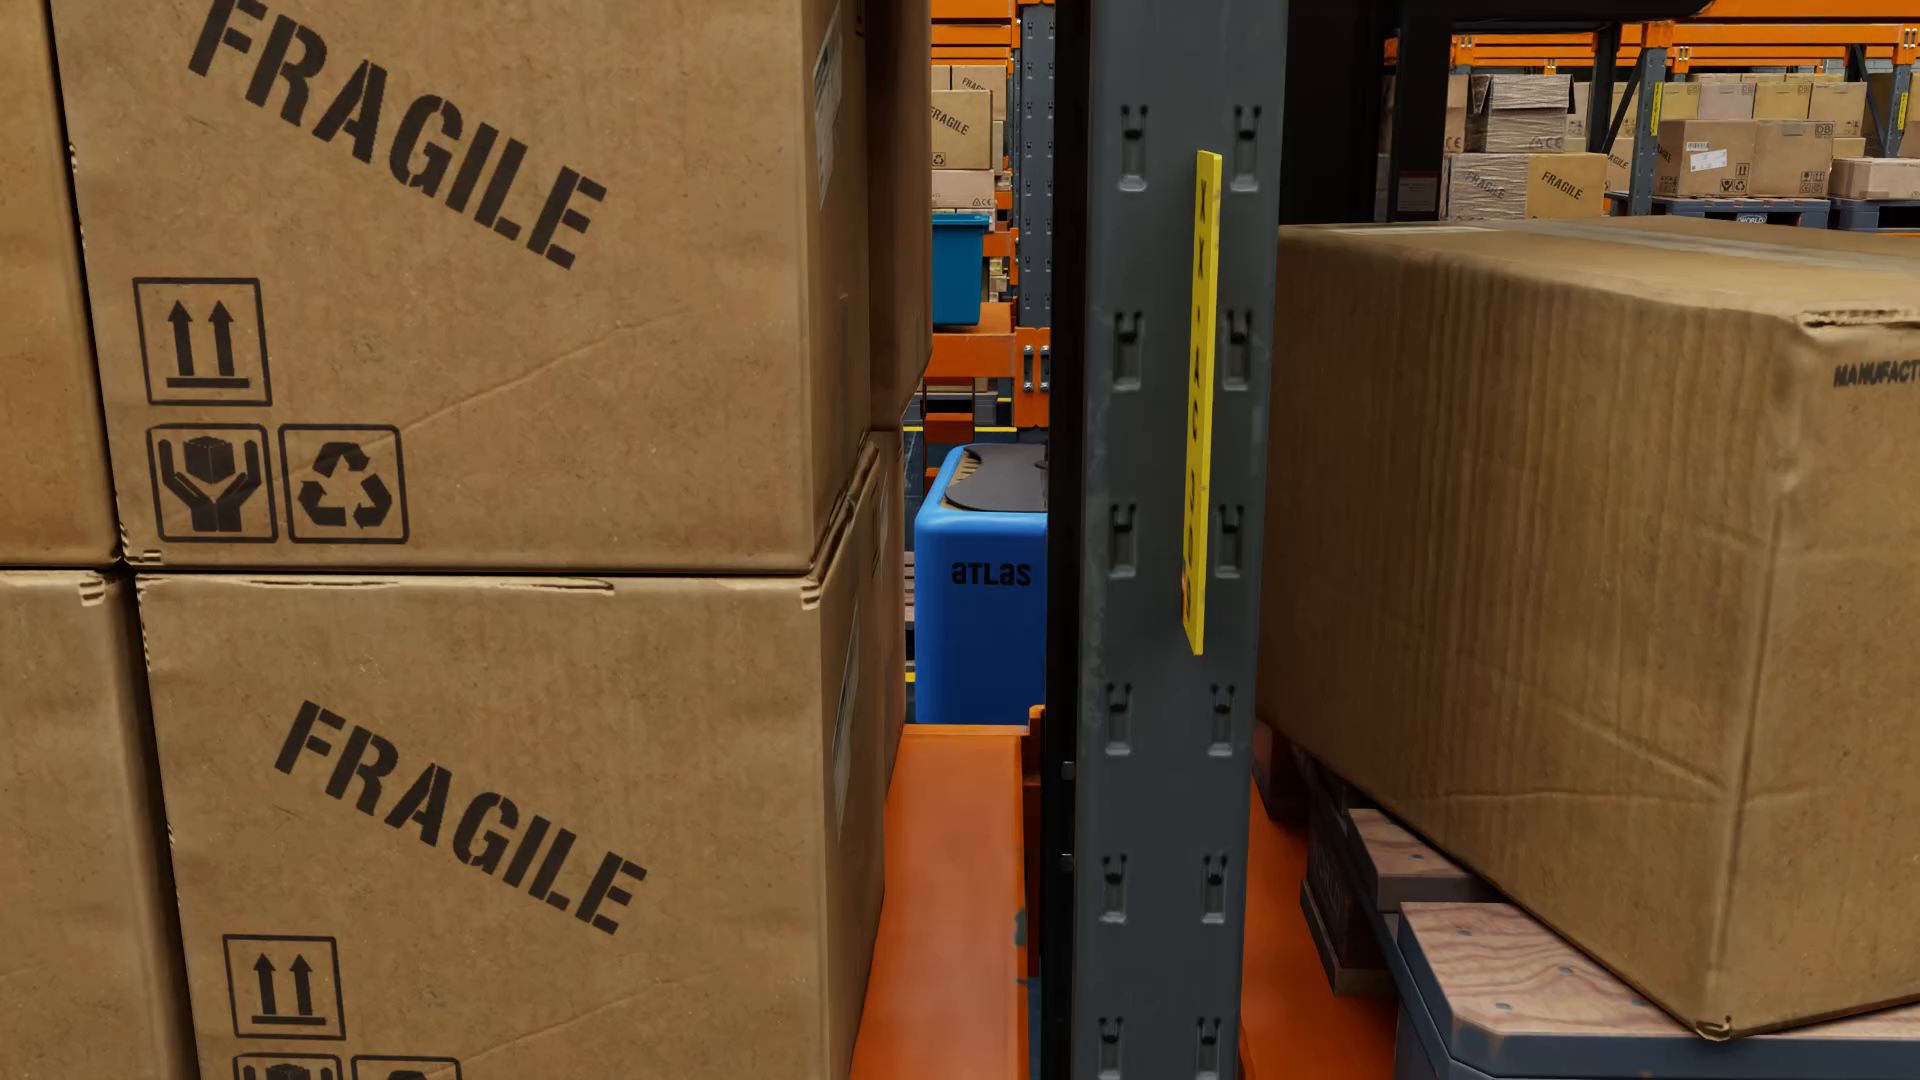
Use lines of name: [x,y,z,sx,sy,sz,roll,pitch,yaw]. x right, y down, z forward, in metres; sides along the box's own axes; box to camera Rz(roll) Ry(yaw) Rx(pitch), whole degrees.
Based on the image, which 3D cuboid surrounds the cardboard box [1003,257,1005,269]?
cardboard box: [0.311,-2.769,16.555,0.250,0.149,0.380,1,15,4]

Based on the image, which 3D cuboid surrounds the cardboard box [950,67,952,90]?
cardboard box: [-0.313,-4.342,16.178,0.500,0.500,0.500,0,15,0]

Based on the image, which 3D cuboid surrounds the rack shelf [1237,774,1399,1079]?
rack shelf: [2.165,0.550,1.787,4.000,0.370,1.077,0,15,1]

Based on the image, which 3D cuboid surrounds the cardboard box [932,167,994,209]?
cardboard box: [-0.026,-2.345,11.059,0.500,0.250,0.500,0,15,0]

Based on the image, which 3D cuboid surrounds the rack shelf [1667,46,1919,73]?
rack shelf: [10.672,-5.902,20.361,4.000,0.370,1.077,0,15,1]

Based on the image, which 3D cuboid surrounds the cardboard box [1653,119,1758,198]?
cardboard box: [4.962,-2.570,11.180,0.500,0.500,0.500,-1,15,-5]

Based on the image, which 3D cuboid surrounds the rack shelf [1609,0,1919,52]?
rack shelf: [6.421,-3.401,10.881,4.000,0.370,1.077,0,15,1]

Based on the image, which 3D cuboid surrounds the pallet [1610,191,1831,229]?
pallet: [5.136,-2.241,11.331,1.003,0.211,1.213,0,15,1]

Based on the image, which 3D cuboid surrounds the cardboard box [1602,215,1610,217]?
cardboard box: [9.779,-4.865,25.467,0.500,0.250,0.500,0,15,0]

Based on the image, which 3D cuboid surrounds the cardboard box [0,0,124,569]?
cardboard box: [-0.859,-0.283,1.377,0.500,0.500,0.500,0,15,0]

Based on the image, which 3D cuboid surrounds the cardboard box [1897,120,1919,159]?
cardboard box: [6.685,-2.526,11.009,0.637,0.503,0.797,2,15,7]

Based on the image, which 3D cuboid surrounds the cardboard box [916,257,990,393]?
cardboard box: [-0.235,-1.538,11.631,0.875,0.875,0.875,0,15,1]

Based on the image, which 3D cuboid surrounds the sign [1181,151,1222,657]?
sign: [0.160,-0.091,1.110,0.005,0.325,0.100,0,15,1]

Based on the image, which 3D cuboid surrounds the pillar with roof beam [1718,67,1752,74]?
pillar with roof beam: [12.012,-8.090,21.363,0.400,9.000,9.100,0,15,1]

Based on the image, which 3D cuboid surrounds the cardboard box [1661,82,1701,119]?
cardboard box: [6.627,-4.093,15.818,0.500,0.500,0.700,0,15,1]

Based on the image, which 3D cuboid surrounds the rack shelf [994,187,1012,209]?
rack shelf: [-1.349,-3.267,16.253,4.000,0.370,1.077,0,15,1]

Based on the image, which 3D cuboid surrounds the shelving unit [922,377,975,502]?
shelving unit: [-0.054,-0.508,8.207,0.252,1.050,0.215,0,15,1]

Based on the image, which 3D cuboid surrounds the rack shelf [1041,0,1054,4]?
rack shelf: [2.295,-2.164,6.192,4.000,0.370,1.077,0,15,1]

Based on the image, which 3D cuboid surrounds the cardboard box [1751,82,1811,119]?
cardboard box: [7.637,-4.086,15.791,0.500,0.500,0.700,0,15,0]

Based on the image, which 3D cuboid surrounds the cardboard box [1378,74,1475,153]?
cardboard box: [3.039,-2.859,11.133,0.637,0.503,0.797,1,15,3]

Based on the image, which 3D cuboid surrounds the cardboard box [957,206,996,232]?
cardboard box: [0.109,-2.135,11.043,0.250,0.149,0.380,0,15,2]

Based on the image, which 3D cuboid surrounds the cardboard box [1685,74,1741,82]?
cardboard box: [9.107,-5.430,20.303,0.500,0.500,0.700,0,15,1]

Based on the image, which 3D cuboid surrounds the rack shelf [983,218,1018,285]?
rack shelf: [-1.577,-2.003,11.461,4.000,0.370,1.077,0,15,1]

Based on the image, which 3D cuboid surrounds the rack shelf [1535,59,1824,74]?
rack shelf: [10.795,-7.168,25.159,4.000,0.370,1.077,0,15,1]

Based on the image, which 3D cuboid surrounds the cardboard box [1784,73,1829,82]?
cardboard box: [10.119,-5.411,20.231,0.500,0.500,0.700,0,15,0]

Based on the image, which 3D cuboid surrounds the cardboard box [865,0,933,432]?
cardboard box: [-0.298,-0.418,1.888,0.500,0.500,0.500,1,15,3]

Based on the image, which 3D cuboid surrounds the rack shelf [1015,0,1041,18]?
rack shelf: [-1.703,-2.190,6.291,4.000,0.370,1.077,0,15,1]

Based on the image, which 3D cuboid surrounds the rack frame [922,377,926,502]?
rack frame: [-0.175,-0.509,8.210,0.008,1.050,0.200,0,15,1]

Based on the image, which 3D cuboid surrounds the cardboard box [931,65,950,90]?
cardboard box: [-0.343,-4.214,15.691,0.500,0.500,0.500,0,15,0]

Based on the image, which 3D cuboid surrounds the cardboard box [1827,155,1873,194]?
cardboard box: [6.095,-2.508,11.405,0.258,0.266,0.396,0,15,0]

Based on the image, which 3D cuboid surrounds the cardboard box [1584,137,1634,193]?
cardboard box: [6.103,-3.546,15.706,0.500,0.500,0.500,0,15,1]

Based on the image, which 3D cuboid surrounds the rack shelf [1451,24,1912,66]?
rack shelf: [6.648,-4.665,15.673,4.000,0.370,1.077,0,15,1]

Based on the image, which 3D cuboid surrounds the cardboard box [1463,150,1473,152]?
cardboard box: [3.427,-2.435,11.494,0.500,0.500,0.500,0,15,0]

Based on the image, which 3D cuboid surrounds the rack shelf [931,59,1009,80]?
rack shelf: [-1.201,-7.246,25.456,4.000,0.370,1.077,0,15,1]

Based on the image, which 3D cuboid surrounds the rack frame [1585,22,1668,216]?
rack frame: [4.421,-2.312,11.221,0.127,3.000,1.000,0,15,1]

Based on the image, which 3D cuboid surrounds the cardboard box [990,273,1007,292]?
cardboard box: [0.327,-2.491,16.085,0.250,0.149,0.380,1,15,3]

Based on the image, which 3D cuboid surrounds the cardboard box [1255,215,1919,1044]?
cardboard box: [0.634,-0.003,1.451,0.500,0.500,0.700,-5,16,-17]

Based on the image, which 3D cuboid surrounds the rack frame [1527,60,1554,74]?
rack frame: [8.796,-6.079,25.500,0.127,3.000,1.000,0,15,1]

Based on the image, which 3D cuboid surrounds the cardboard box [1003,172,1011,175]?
cardboard box: [0.375,-3.566,16.467,0.250,0.149,0.380,1,15,3]

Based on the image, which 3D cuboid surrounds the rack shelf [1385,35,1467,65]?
rack shelf: [2.650,-4.691,15.772,4.000,0.370,1.077,0,15,1]

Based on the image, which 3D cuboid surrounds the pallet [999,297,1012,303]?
pallet: [-0.022,-2.249,16.450,1.213,0.211,1.003,0,15,1]

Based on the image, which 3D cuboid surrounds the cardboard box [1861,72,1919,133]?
cardboard box: [9.016,-4.133,15.715,0.550,0.550,0.875,0,15,1]

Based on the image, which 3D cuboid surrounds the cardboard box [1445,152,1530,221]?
cardboard box: [3.423,-2.305,10.999,0.500,0.500,0.500,0,15,1]

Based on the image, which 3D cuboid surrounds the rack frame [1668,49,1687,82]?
rack frame: [8.673,-4.813,20.702,0.127,3.000,1.000,0,15,1]

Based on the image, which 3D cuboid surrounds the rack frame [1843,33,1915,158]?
rack frame: [8.648,-3.550,15.914,0.127,3.000,1.000,0,15,1]

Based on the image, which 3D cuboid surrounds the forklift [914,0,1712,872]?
forklift: [1.411,-0.537,4.630,3.031,2.935,1.130,1,15,5]

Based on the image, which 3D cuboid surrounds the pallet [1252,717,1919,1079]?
pallet: [0.962,0.315,1.644,1.213,0.211,1.003,0,15,1]

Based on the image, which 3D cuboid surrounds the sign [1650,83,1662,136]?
sign: [4.410,-2.730,10.537,0.005,0.325,0.100,0,15,1]

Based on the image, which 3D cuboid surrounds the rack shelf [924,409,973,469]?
rack shelf: [-0.054,-0.498,8.210,0.240,0.259,0.215,0,15,1]

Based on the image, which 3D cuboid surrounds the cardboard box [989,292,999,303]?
cardboard box: [0.250,-2.342,16.102,0.250,0.149,0.380,1,15,2]

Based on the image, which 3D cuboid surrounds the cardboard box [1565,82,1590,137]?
cardboard box: [5.603,-4.099,15.841,0.500,0.500,0.700,0,15,1]

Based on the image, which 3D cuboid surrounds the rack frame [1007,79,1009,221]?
rack frame: [0.799,-6.131,25.697,0.127,3.000,1.000,0,15,1]

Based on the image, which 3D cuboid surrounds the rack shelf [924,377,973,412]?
rack shelf: [-0.054,-0.772,8.138,0.240,0.259,0.215,0,15,1]

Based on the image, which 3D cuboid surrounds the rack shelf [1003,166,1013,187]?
rack shelf: [-1.324,-4.530,21.040,4.000,0.370,1.077,0,15,1]

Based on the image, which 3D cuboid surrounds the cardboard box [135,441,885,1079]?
cardboard box: [-0.340,0.203,1.496,0.500,0.500,0.500,1,15,2]
